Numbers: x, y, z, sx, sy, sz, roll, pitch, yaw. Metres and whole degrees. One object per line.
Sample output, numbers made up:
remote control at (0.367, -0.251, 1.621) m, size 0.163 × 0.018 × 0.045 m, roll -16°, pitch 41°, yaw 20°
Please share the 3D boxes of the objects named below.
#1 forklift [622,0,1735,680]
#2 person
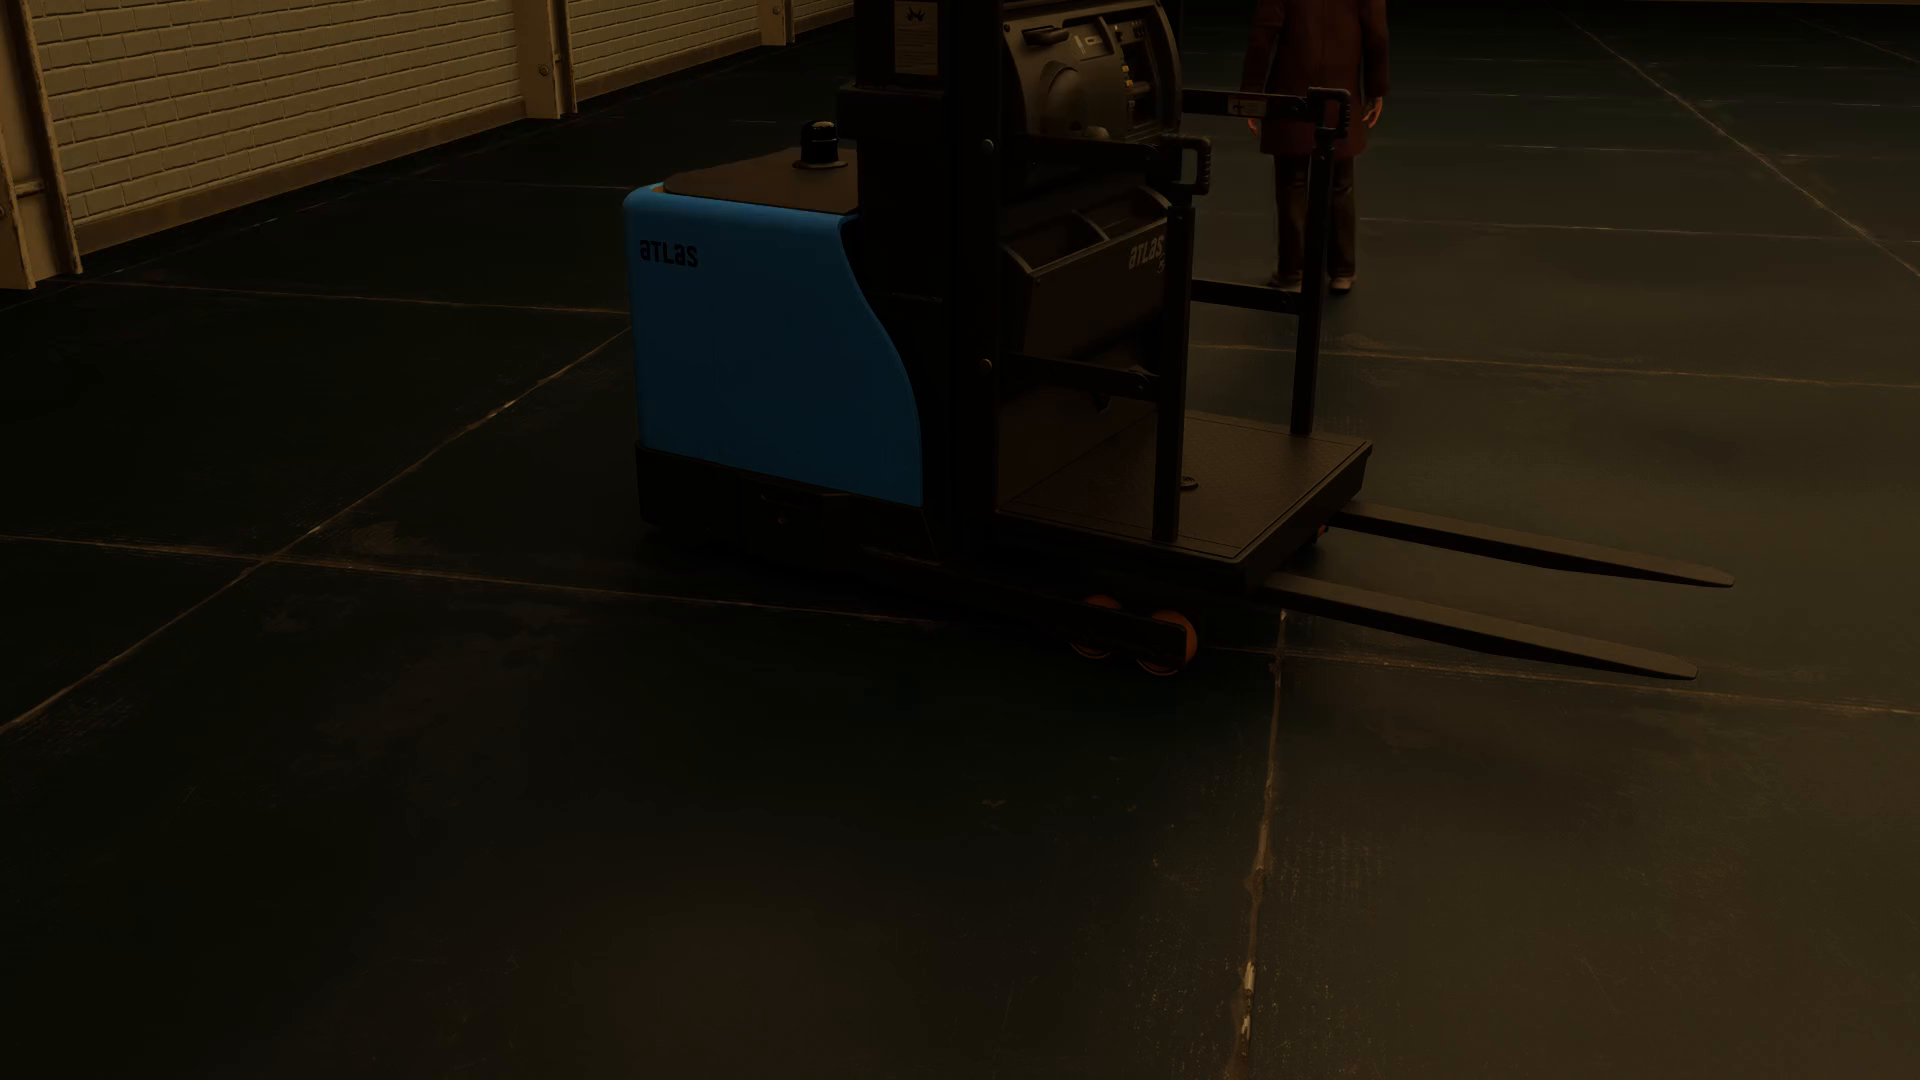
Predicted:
forklift at (0.541, -1.236, 4.297) m, size 3.031 × 2.935 × 1.130 m, roll 13°, pitch 25°, yaw 28°
person at (1.654, -2.064, 7.843) m, size 0.693 × 1.780 × 0.572 m, roll 2°, pitch 22°, yaw 5°
